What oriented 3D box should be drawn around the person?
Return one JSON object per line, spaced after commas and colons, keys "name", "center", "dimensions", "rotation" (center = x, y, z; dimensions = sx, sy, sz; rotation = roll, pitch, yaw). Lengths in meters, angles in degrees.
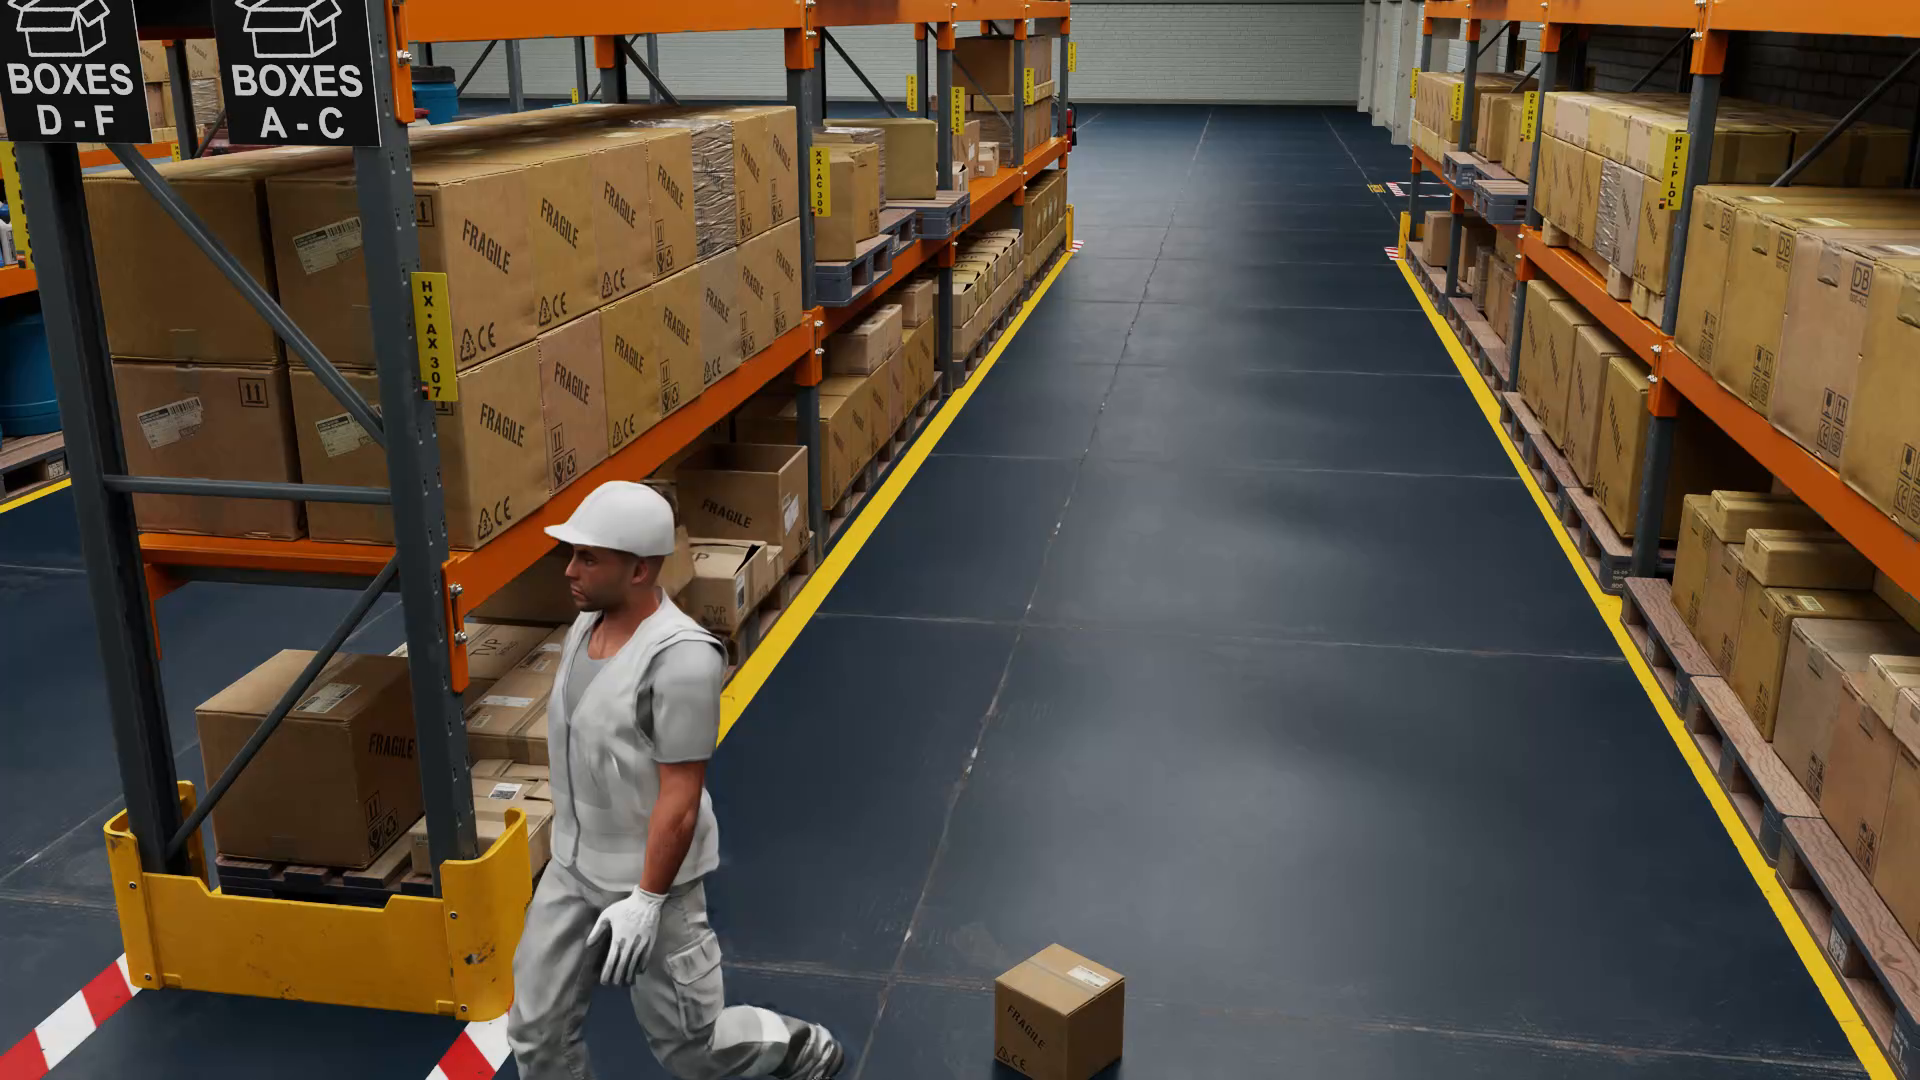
{"name": "person", "center": [-0.731, 0.721, 3.743], "dimensions": [0.531, 1.742, 0.929], "rotation": [16, 24, 40]}
